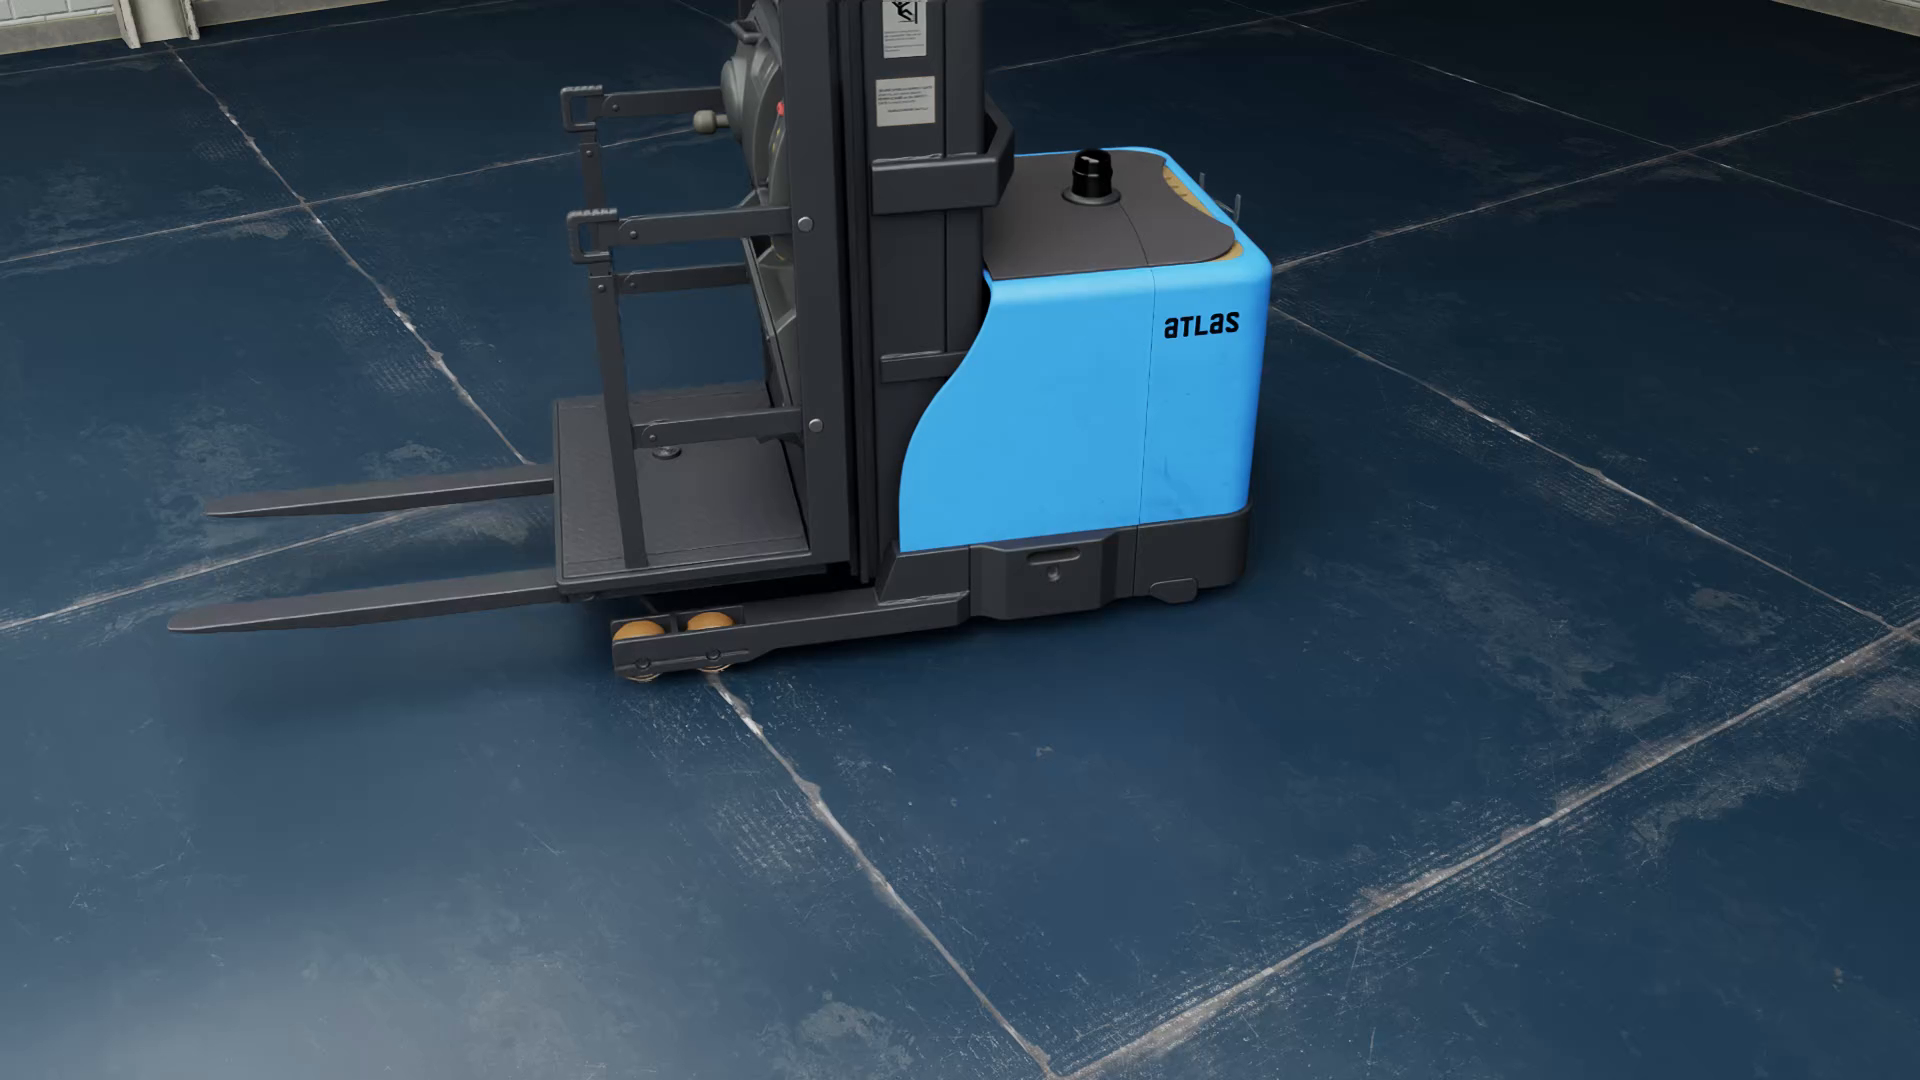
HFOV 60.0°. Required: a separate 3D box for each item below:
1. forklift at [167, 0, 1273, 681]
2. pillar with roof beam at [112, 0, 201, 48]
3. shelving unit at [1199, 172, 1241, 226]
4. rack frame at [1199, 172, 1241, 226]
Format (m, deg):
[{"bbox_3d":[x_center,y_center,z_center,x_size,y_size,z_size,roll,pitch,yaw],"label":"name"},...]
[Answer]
[{"bbox_3d":[-0.716,-1.156,4.336,3.031,2.935,1.130,-7,33,-10],"label":"forklift"},{"bbox_3d":[-2.510,-4.921,4.617,0.400,9.000,9.100,-19,37,-27],"label":"pillar with roof beam"},{"bbox_3d":[0.751,-0.751,5.597,0.210,0.900,0.258,-14,35,-20],"label":"shelving unit"},{"bbox_3d":[0.844,-0.773,5.633,0.006,0.900,0.240,-14,35,-20],"label":"rack frame"}]
